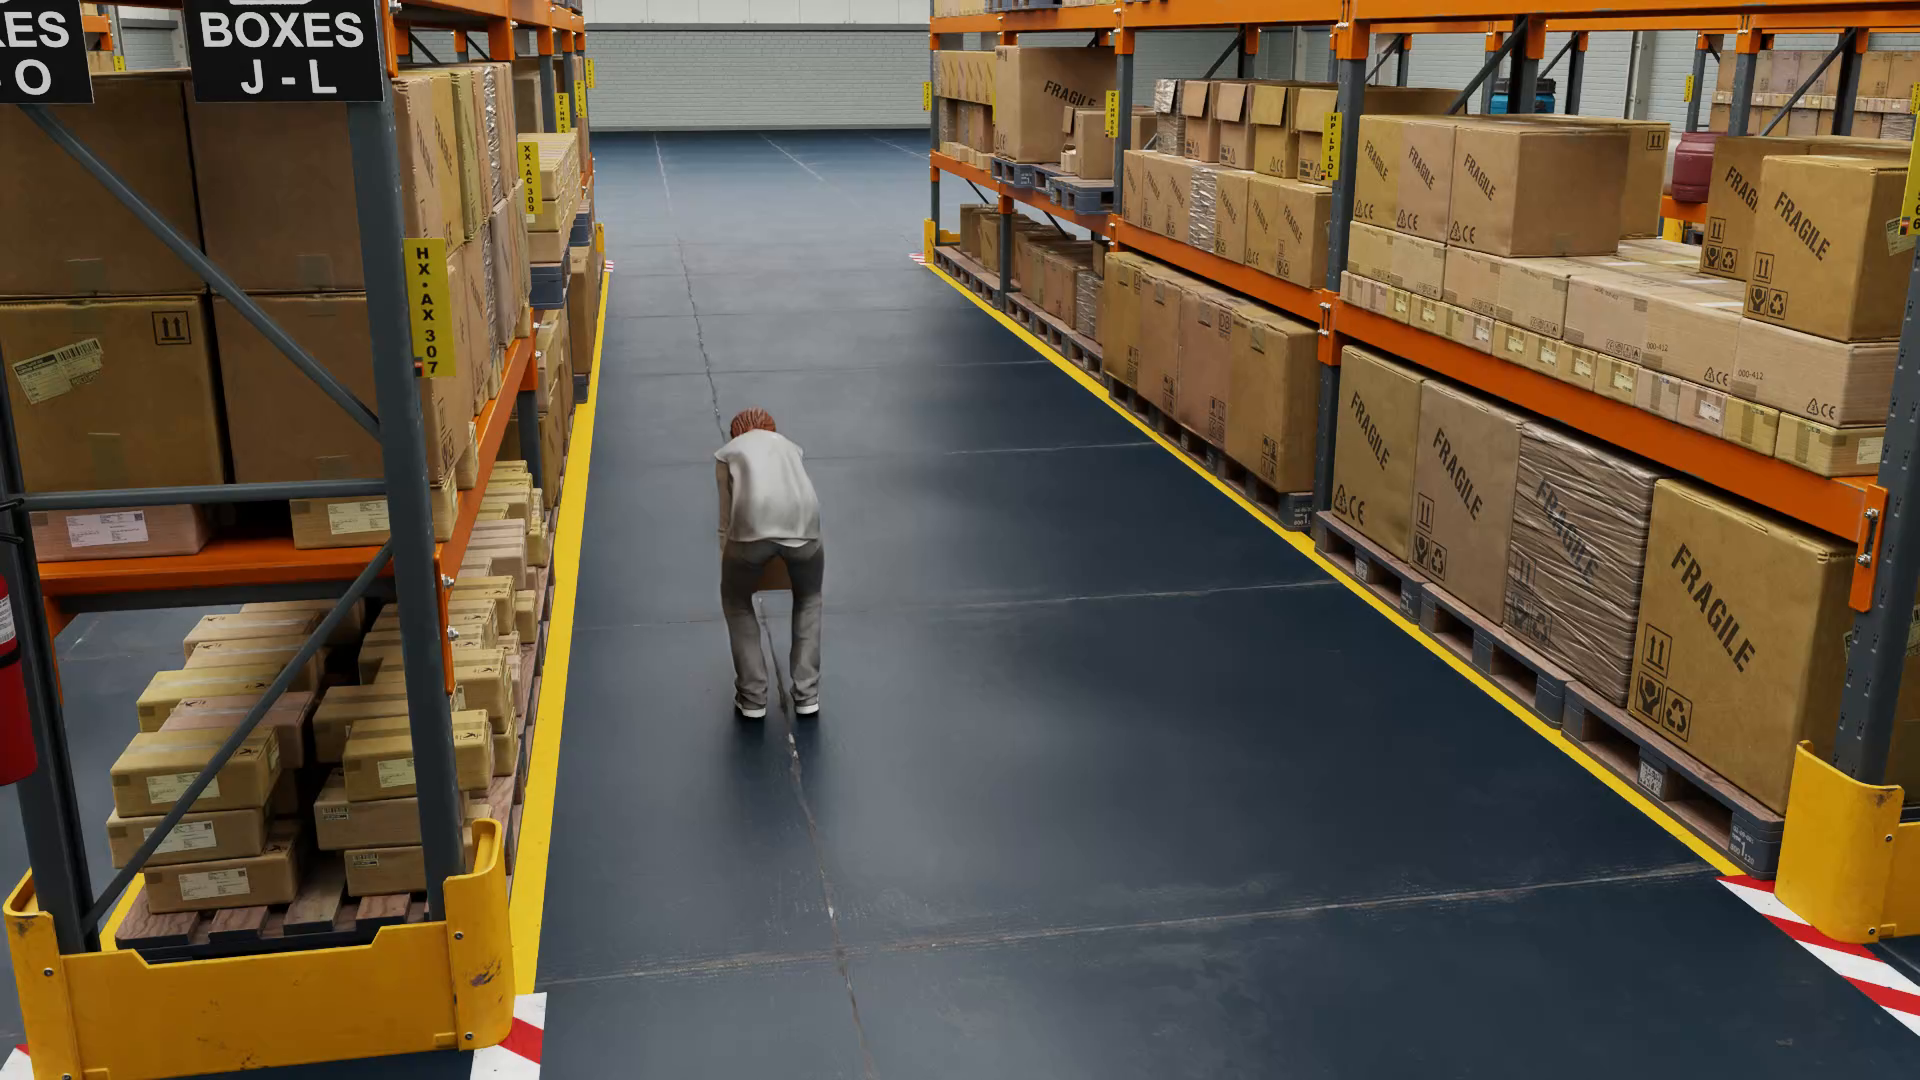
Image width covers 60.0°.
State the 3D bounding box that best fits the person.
[{"bbox_3d":[-0.762,0.086,6.615,0.402,1.115,0.842,-4,17,-13],"label":"person"}]
